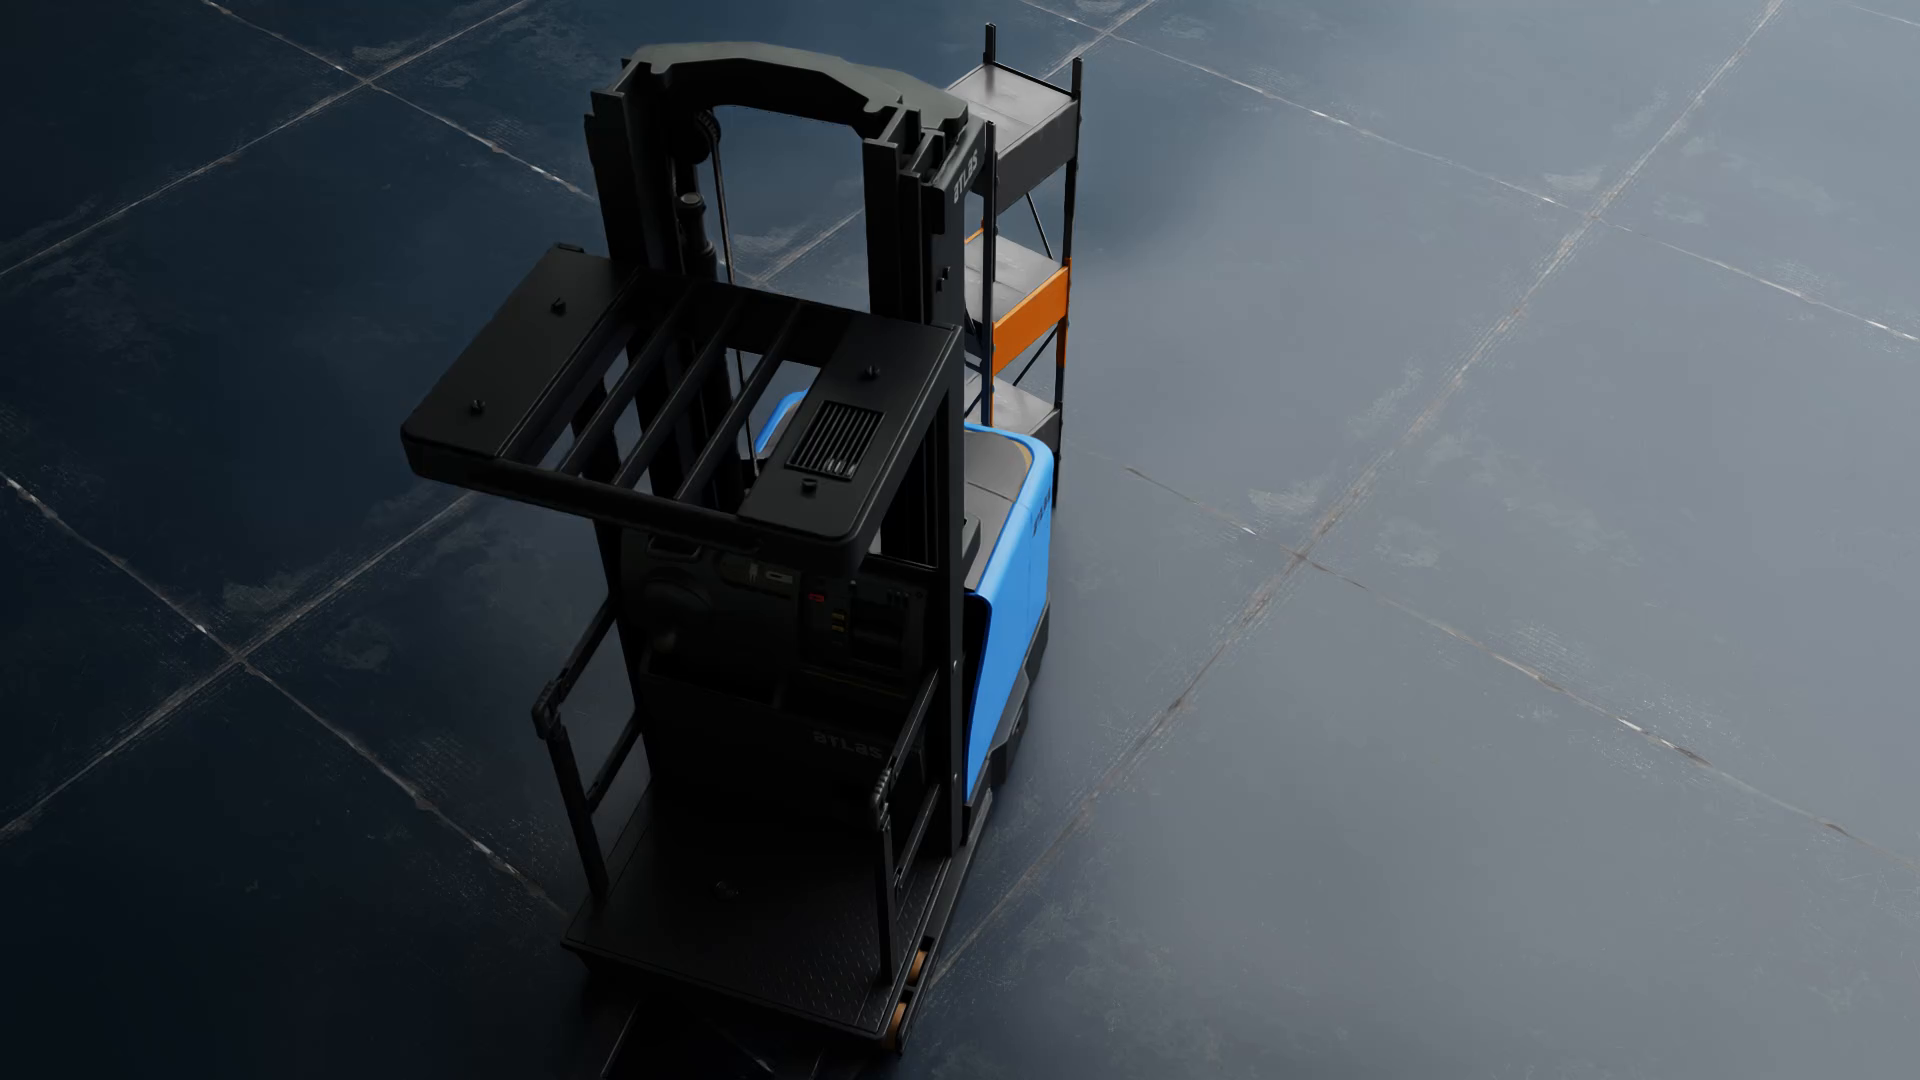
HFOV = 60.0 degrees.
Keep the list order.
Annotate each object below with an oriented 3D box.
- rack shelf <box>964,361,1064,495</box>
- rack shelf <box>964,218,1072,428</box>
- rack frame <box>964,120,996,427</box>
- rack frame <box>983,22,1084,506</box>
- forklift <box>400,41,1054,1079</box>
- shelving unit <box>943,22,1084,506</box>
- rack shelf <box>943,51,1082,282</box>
[{"bbox_3d":[0.101,-0.327,6.762,0.431,0.518,0.480,29,53,25],"label":"rack shelf"},{"bbox_3d":[0.101,-0.811,6.256,0.431,0.518,0.480,29,53,25],"label":"rack shelf"},{"bbox_3d":[-0.048,-0.680,6.113,0.400,2.100,0.015,29,53,25],"label":"rack frame"},{"bbox_3d":[0.250,-0.960,6.379,0.400,2.100,0.015,29,53,25],"label":"rack frame"},{"bbox_3d":[-0.603,0.288,4.612,1.130,2.935,3.031,13,48,12],"label":"forklift"},{"bbox_3d":[0.101,-0.820,6.246,0.431,2.100,0.503,29,53,25],"label":"shelving unit"},{"bbox_3d":[0.101,-1.294,5.750,0.431,0.518,0.480,29,53,25],"label":"rack shelf"}]
